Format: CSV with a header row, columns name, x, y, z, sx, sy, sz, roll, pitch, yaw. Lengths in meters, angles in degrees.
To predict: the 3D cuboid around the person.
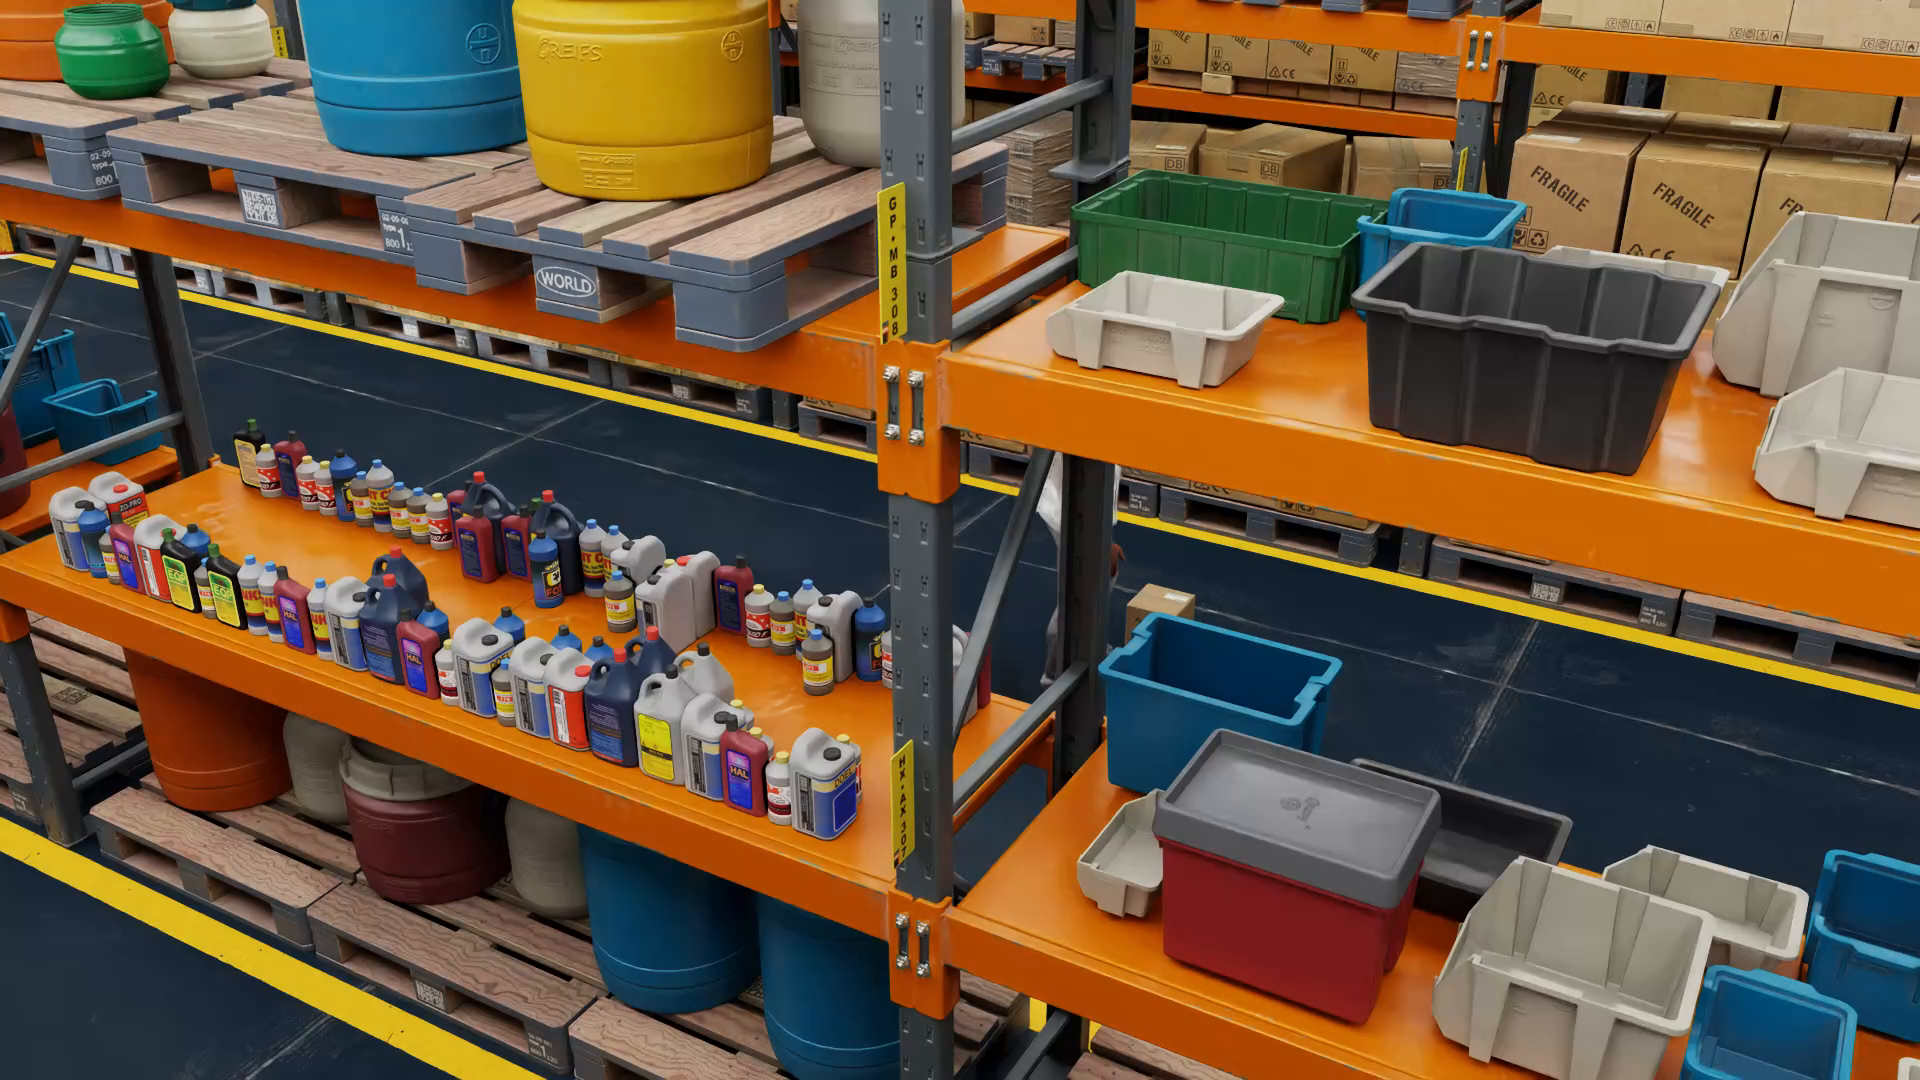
name,x,y,z,sx,sy,sz,roll,pitch,yaw
person,0.604,-0.082,7.277,0.523,1.812,0.589,-7,27,-13
